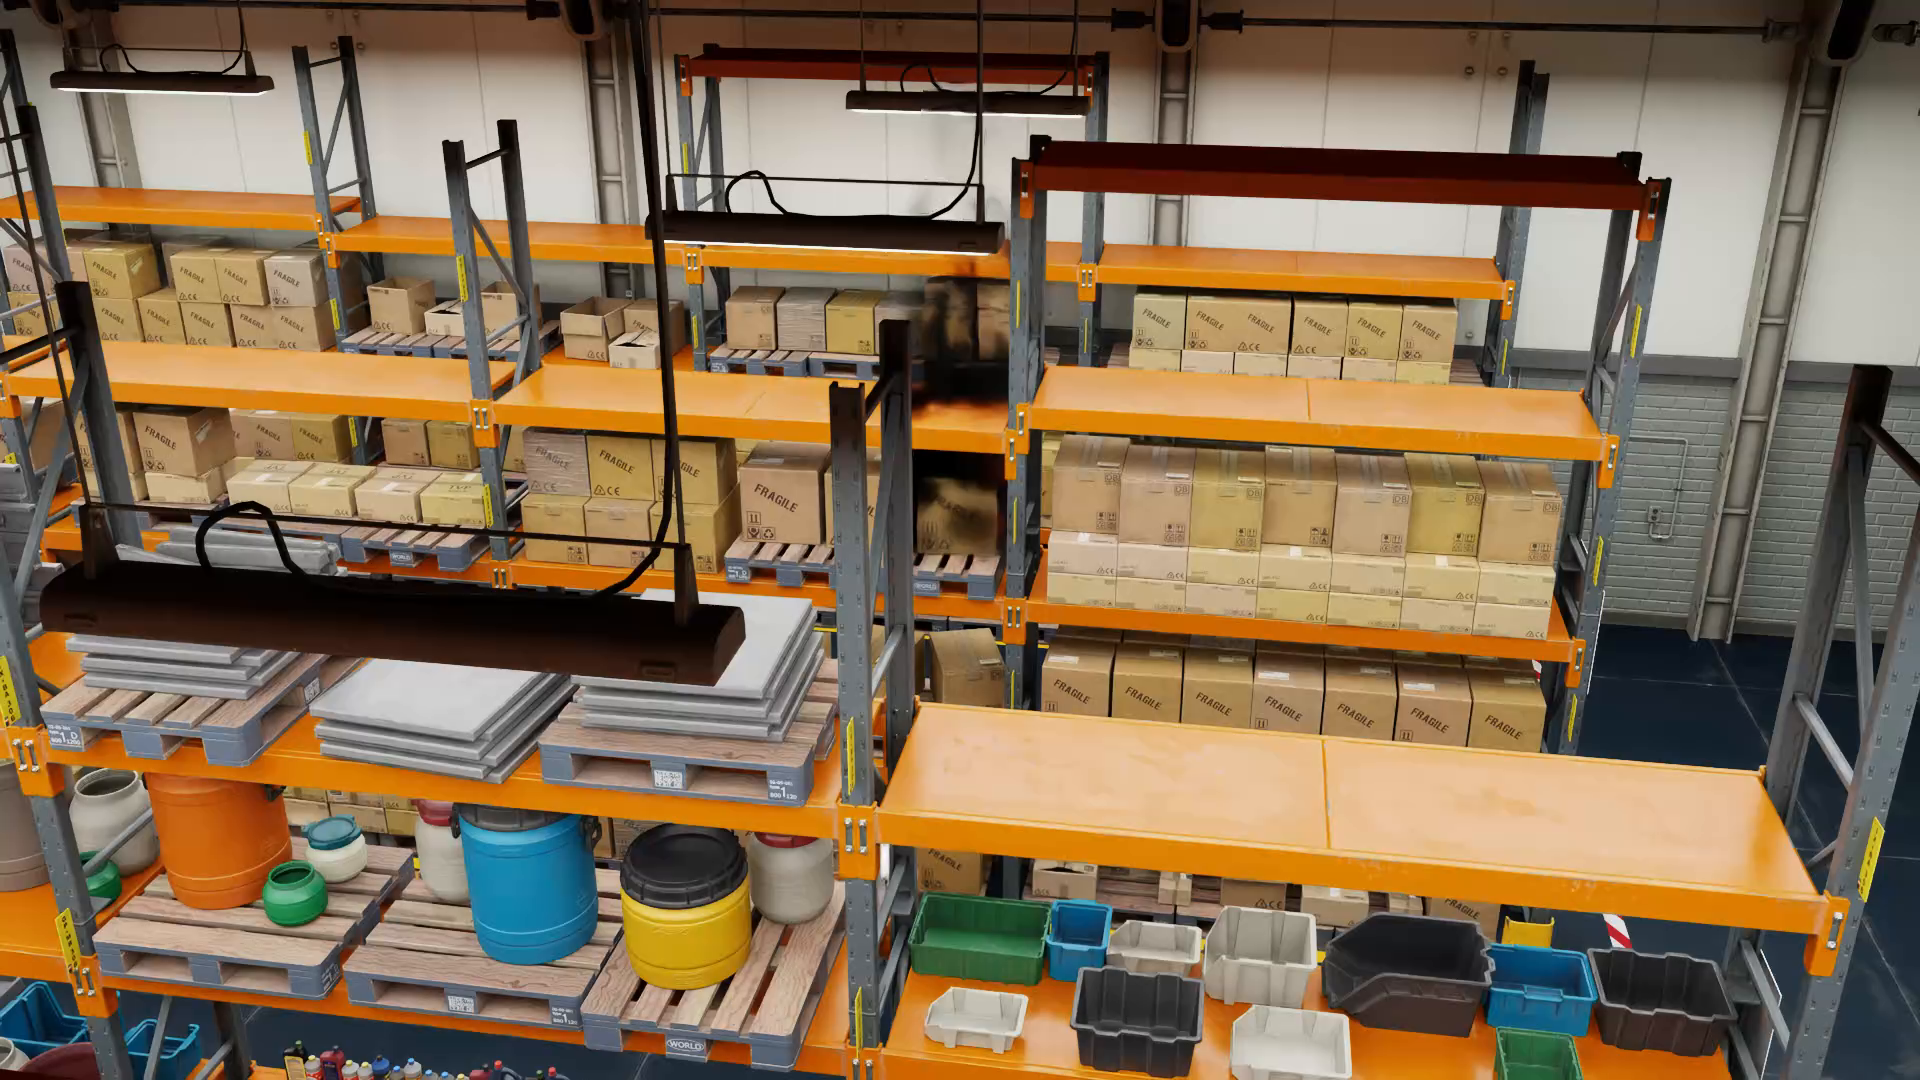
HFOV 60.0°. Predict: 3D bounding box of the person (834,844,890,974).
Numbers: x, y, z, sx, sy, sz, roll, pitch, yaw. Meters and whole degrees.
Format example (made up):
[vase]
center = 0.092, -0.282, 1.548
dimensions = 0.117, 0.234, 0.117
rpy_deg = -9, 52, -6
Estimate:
[person]
center = -0.526, 2.602, 11.411
dimensions = 0.825, 1.689, 0.592
rpy_deg = -1, 23, -1
